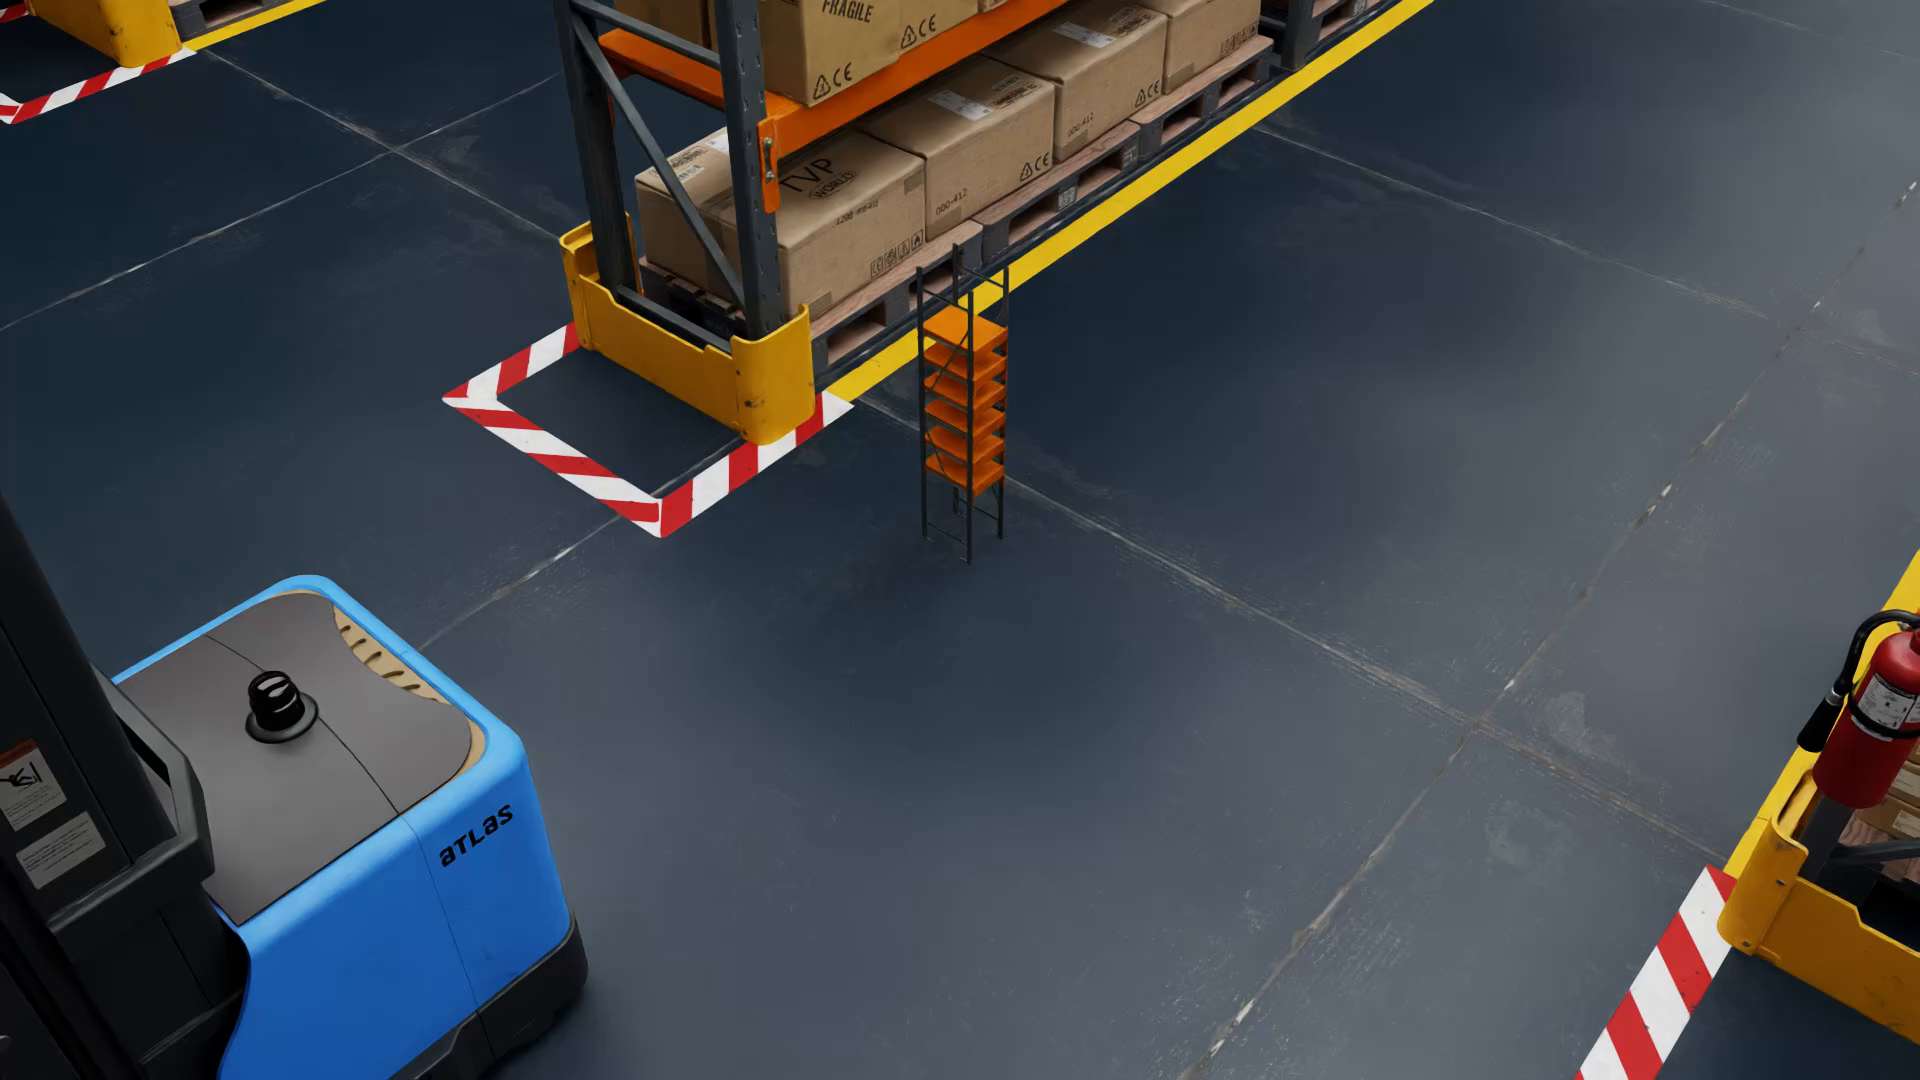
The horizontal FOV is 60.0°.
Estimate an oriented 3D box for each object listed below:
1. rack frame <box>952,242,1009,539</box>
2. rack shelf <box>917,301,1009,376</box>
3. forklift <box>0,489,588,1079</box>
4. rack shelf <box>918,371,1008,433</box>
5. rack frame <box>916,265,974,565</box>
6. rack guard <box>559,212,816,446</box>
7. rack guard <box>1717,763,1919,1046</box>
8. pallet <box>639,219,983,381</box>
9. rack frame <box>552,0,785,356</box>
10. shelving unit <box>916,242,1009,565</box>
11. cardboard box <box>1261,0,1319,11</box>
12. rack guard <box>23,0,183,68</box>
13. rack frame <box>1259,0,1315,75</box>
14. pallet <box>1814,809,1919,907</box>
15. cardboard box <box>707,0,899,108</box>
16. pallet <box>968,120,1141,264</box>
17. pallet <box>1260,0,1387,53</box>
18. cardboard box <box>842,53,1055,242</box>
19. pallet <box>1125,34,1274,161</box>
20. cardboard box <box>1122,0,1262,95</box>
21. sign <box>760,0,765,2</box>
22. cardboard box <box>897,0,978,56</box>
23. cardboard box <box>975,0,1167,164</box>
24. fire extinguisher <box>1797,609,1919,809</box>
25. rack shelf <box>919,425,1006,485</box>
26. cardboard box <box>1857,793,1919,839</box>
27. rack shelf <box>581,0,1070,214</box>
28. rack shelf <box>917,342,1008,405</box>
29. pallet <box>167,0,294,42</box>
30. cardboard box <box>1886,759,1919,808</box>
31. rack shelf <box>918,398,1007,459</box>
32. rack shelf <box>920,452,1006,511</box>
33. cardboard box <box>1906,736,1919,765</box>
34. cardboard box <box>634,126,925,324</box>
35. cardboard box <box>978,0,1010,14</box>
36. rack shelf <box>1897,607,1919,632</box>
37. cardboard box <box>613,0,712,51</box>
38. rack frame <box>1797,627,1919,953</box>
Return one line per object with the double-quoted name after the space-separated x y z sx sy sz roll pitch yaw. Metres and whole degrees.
0.068 -0.498 5.906 0.240 1.200 0.006 29 50 28 "rack frame"
0.009 -0.685 5.642 0.258 0.103 0.180 29 50 28 "rack shelf"
-2.426 0.733 3.265 1.130 2.935 3.031 31 51 30 "forklift"
0.009 -0.507 5.804 0.258 0.103 0.180 29 50 28 "rack shelf"
-0.050 -0.404 5.803 0.240 1.200 0.006 29 50 28 "rack frame"
-1.123 -0.887 6.854 1.175 0.500 0.348 29 50 28 "rack guard"
2.795 1.153 4.610 1.175 0.500 0.348 29 50 28 "rack guard"
-0.653 -1.238 7.455 1.003 0.211 1.213 29 50 28 "pallet"
-1.108 -1.824 6.026 1.000 3.000 0.127 29 50 28 "rack frame"
0.009 -0.451 5.855 0.258 1.200 0.189 29 50 28 "shelving unit"
1.804 -3.607 9.254 0.875 0.875 0.875 31 51 30 "cardboard box"
-4.861 -3.085 9.272 1.175 0.500 0.348 29 50 28 "rack guard"
1.466 -3.884 8.291 1.000 3.000 0.127 29 50 28 "rack frame"
3.345 0.857 5.151 1.003 0.211 1.213 29 50 28 "pallet"
-0.579 -1.984 6.128 0.500 0.500 0.500 29 50 28 "cardboard box"
0.132 -1.863 8.142 1.003 0.211 1.213 29 50 28 "pallet"
1.905 -3.282 9.702 1.003 0.211 1.213 29 50 28 "pallet"
-0.177 -1.889 7.691 0.875 0.438 0.875 31 51 29 "cardboard box"
0.917 -2.494 8.836 1.003 0.211 1.213 29 50 28 "pallet"
0.980 -2.814 8.708 0.875 0.438 0.875 29 50 28 "cardboard box"
-0.687 -1.930 5.441 0.100 0.325 0.005 29 50 28 "sign"
-0.275 -2.256 6.428 0.500 0.500 0.500 29 50 28 "cardboard box"
0.404 -2.353 8.200 0.875 0.438 0.875 28 49 27 "cardboard box"
2.230 0.364 3.955 0.296 0.674 0.183 29 50 28 "fire extinguisher"
0.009 -0.330 5.965 0.258 0.103 0.180 29 50 28 "rack shelf"
2.925 0.805 4.942 0.380 0.149 0.250 30 50 29 "cardboard box"
0.179 -2.588 7.401 1.077 0.370 4.000 29 50 28 "rack shelf"
0.009 -0.596 5.723 0.258 0.103 0.180 29 50 28 "rack shelf"
-4.348 -3.389 9.821 1.003 0.211 1.213 29 50 28 "pallet"
2.867 0.661 4.879 0.380 0.149 0.250 28 49 27 "cardboard box"
0.009 -0.419 5.884 0.258 0.103 0.180 29 50 28 "rack shelf"
0.009 -0.241 6.046 0.258 0.103 0.180 29 50 28 "rack shelf"
2.892 0.564 4.765 0.380 0.149 0.250 30 50 29 "cardboard box"
-0.760 -1.415 7.168 0.875 0.438 0.875 28 49 27 "cardboard box"
0.066 -2.510 6.707 0.500 0.500 0.500 29 50 28 "cardboard box"
4.033 -0.497 5.101 1.077 0.370 4.000 29 50 28 "rack shelf"
-1.000 -2.224 6.392 0.500 0.500 0.500 30 50 29 "cardboard box"
2.746 0.267 3.727 1.000 3.000 0.127 29 50 28 "rack frame"
